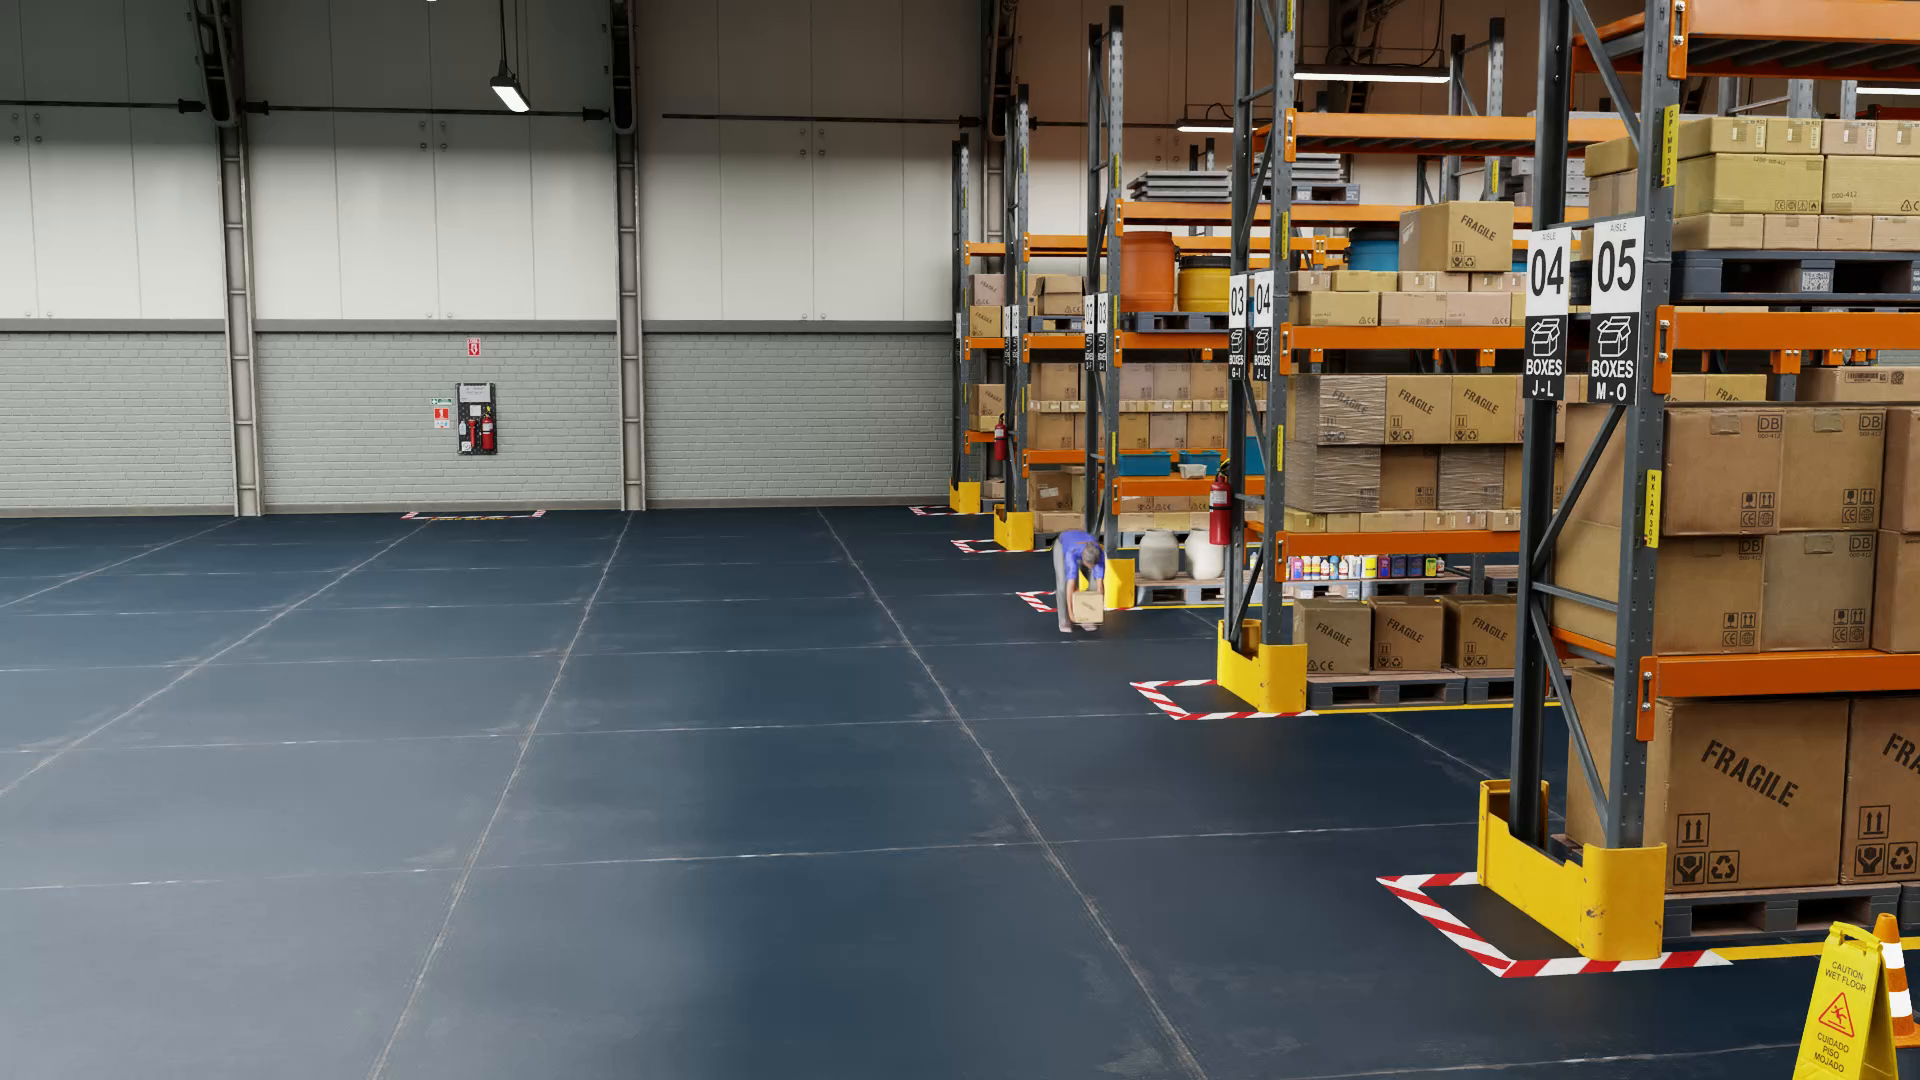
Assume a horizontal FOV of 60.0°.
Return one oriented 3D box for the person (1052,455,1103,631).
[{"bbox_3d":[1.103,0.022,15.679,0.522,1.653,0.350,-1,7,-12],"label":"person"}]
